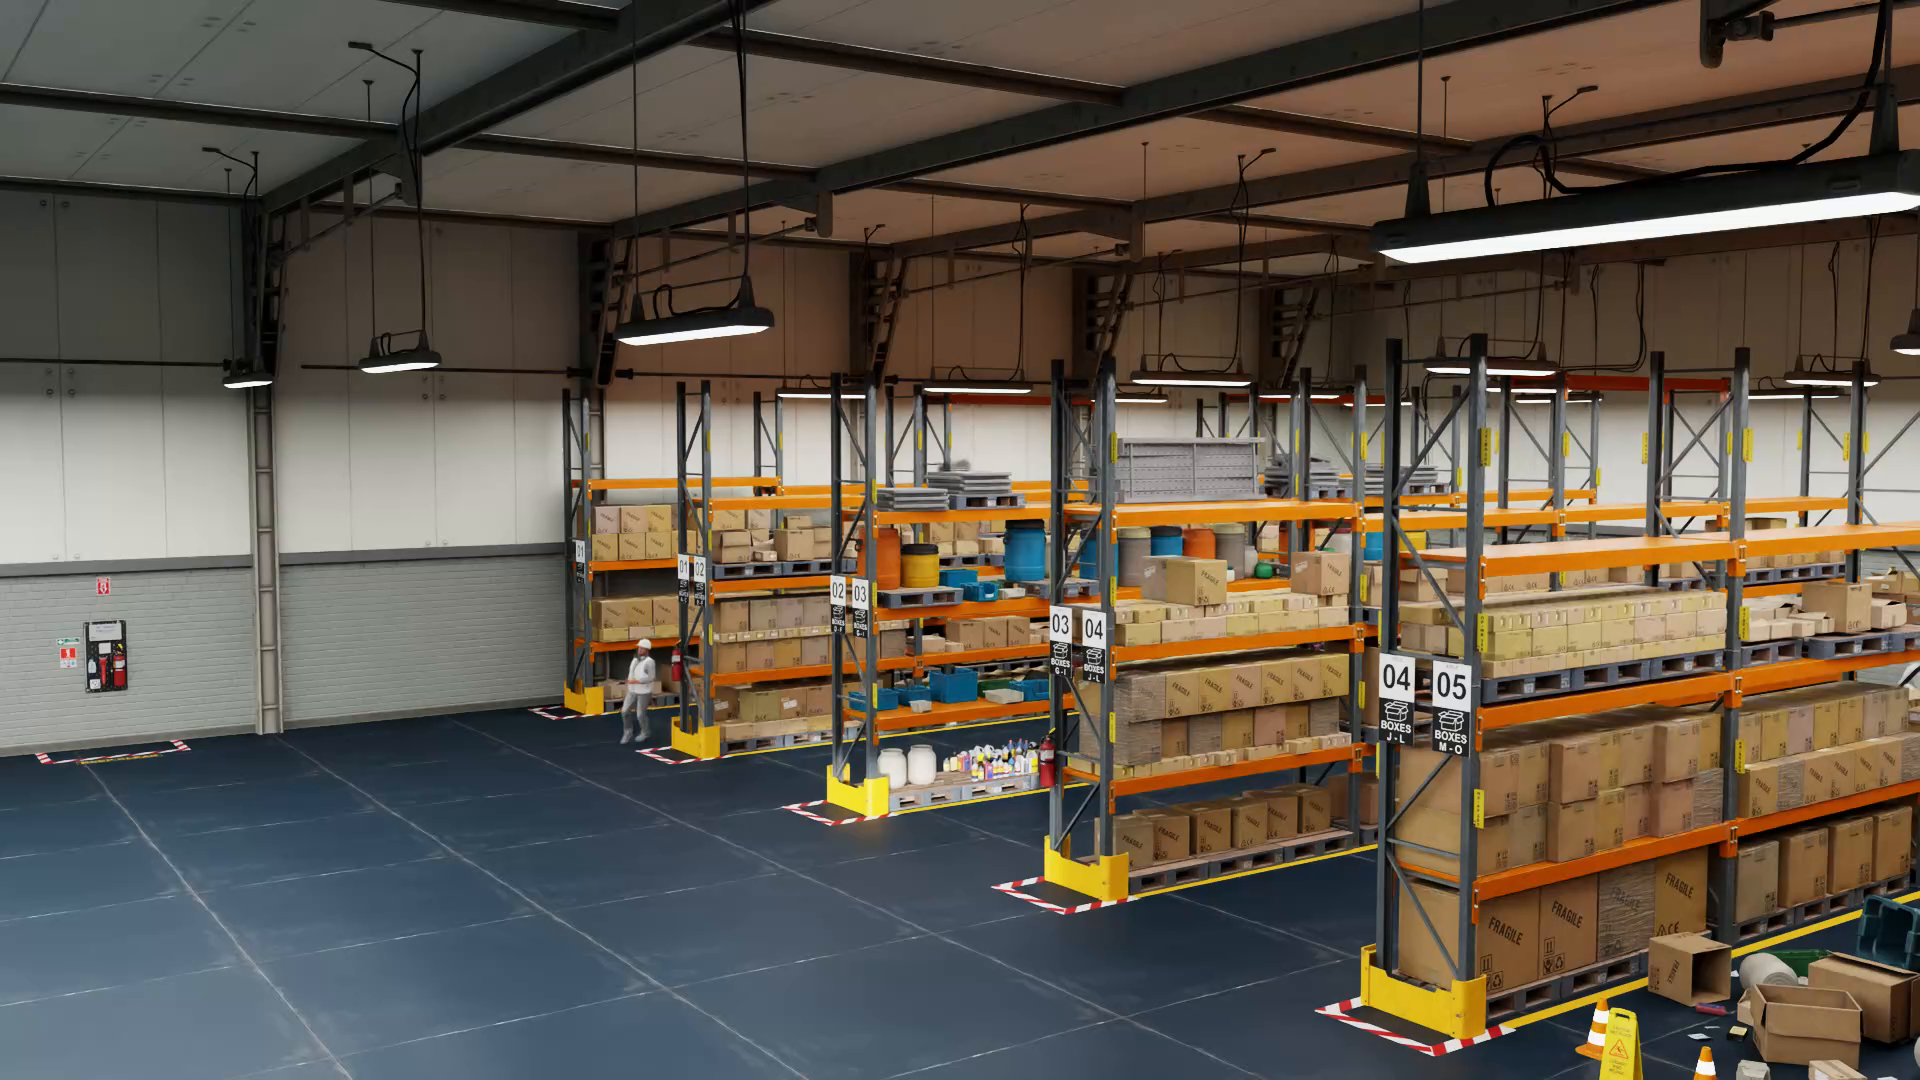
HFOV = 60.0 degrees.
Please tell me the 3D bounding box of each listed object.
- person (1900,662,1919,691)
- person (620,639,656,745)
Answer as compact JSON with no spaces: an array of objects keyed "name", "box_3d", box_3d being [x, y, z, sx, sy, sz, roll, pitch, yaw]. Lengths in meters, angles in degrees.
[{"name":"person","box_3d":[15.592,2.590,26.818,0.766,1.721,0.608,1,4,8]},{"name":"person","box_3d":[-5.305,2.528,27.652,0.657,1.790,0.676,2,4,27]}]
